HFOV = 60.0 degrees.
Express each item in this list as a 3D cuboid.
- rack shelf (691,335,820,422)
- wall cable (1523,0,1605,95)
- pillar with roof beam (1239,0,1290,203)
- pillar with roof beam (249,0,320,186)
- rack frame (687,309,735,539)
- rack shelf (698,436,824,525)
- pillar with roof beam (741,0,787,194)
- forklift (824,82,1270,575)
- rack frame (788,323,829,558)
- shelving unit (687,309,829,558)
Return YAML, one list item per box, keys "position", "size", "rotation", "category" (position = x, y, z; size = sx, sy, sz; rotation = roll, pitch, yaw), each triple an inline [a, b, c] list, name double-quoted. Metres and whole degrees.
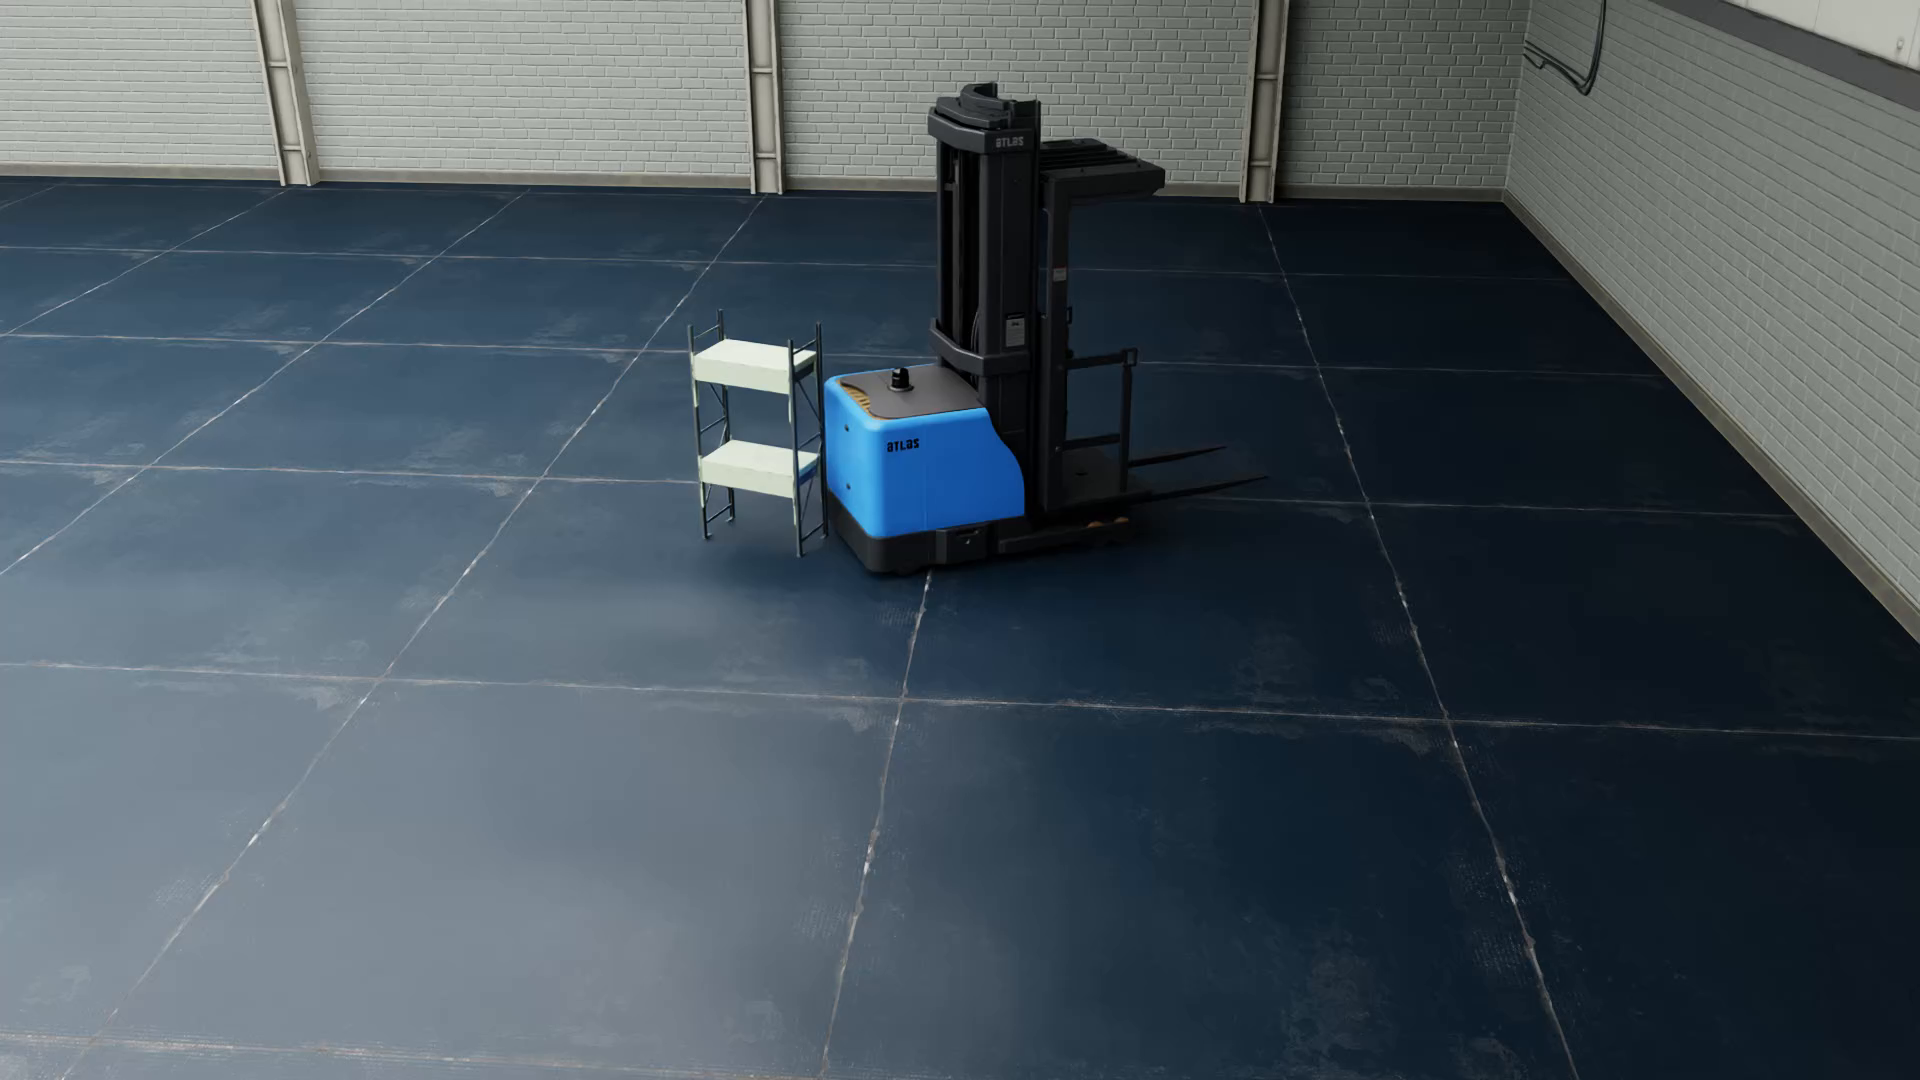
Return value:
- position: [-1.321, -1.056, 10.816]
  size: [0.720, 0.370, 0.431]
  rotation: [10, 27, 21]
  category: "rack shelf"
- position: [6.445, -6.178, 17.626]
  size: [0.112, 2.526, 3.097]
  rotation: [2, 25, 4]
  category: "wall cable"
- position: [3.279, -6.440, 14.481]
  size: [0.400, 9.000, 9.100]
  rotation: [2, 25, 4]
  category: "pillar with roof beam"
- position: [-8.686, -6.824, 15.315]
  size: [0.400, 9.000, 9.100]
  rotation: [2, 25, 4]
  category: "pillar with roof beam"
- position: [-1.656, -0.763, 11.113]
  size: [0.023, 1.500, 0.400]
  rotation: [10, 27, 21]
  category: "rack frame"
- position: [-1.321, -0.405, 11.116]
  size: [0.720, 0.370, 0.431]
  rotation: [10, 27, 21]
  category: "rack shelf"
- position: [-2.704, -6.632, 14.898]
  size: [0.400, 9.000, 9.100]
  rotation: [2, 25, 4]
  category: "pillar with roof beam"
- position: [0.654, -1.481, 10.962]
  size: [3.031, 2.935, 1.130]
  rotation: [-9, 26, -19]
  category: "forklift"
- position: [-0.986, -0.639, 10.845]
  size: [0.023, 1.500, 0.400]
  rotation: [10, 27, 21]
  category: "rack frame"
- position: [-1.321, -0.701, 10.979]
  size: [0.755, 1.500, 0.431]
  rotation: [10, 27, 21]
  category: "shelving unit"
